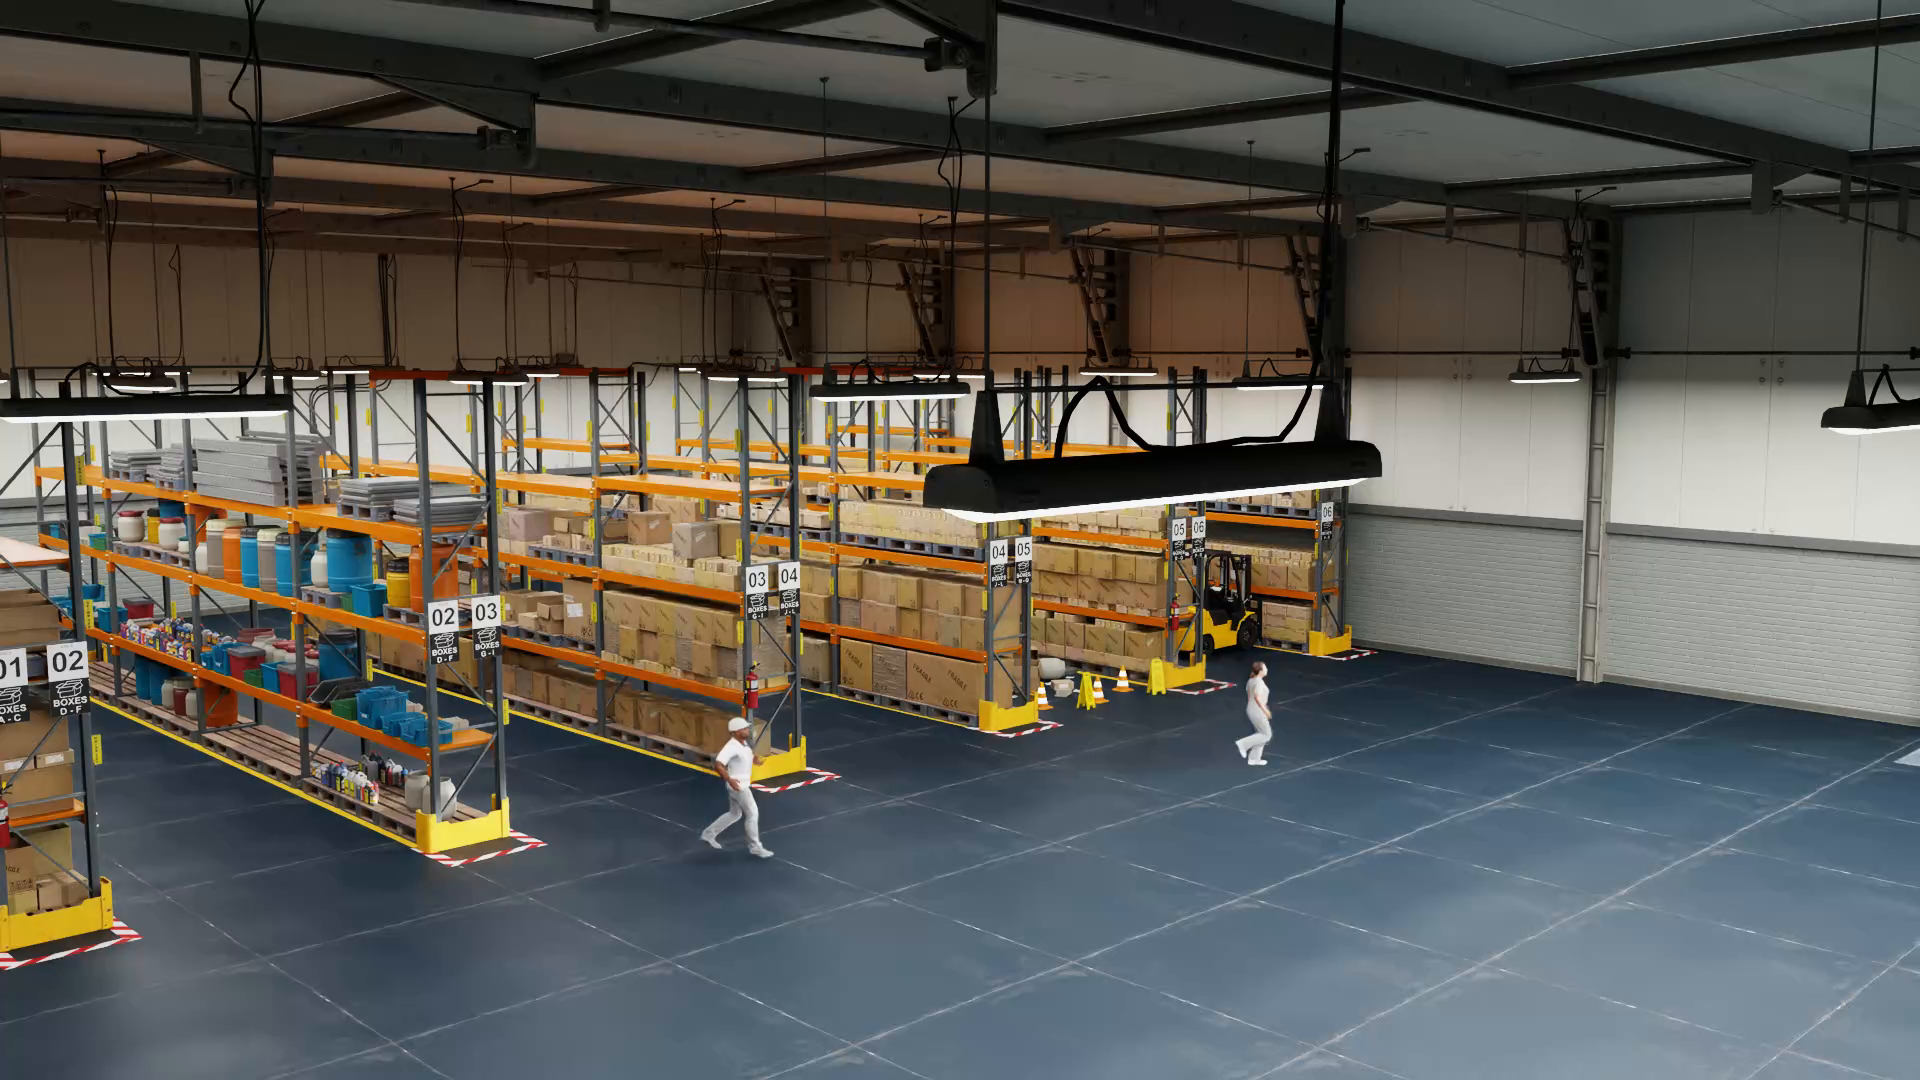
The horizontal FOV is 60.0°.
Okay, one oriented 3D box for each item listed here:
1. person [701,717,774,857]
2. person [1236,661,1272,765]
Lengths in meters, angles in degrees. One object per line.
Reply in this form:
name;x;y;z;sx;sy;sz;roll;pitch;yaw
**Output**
person;-2.811;3.098;20.900;0.914;1.780;0.682;-1;6;-5
person;4.506;2.660;25.512;0.603;1.617;0.549;-1;7;-9
